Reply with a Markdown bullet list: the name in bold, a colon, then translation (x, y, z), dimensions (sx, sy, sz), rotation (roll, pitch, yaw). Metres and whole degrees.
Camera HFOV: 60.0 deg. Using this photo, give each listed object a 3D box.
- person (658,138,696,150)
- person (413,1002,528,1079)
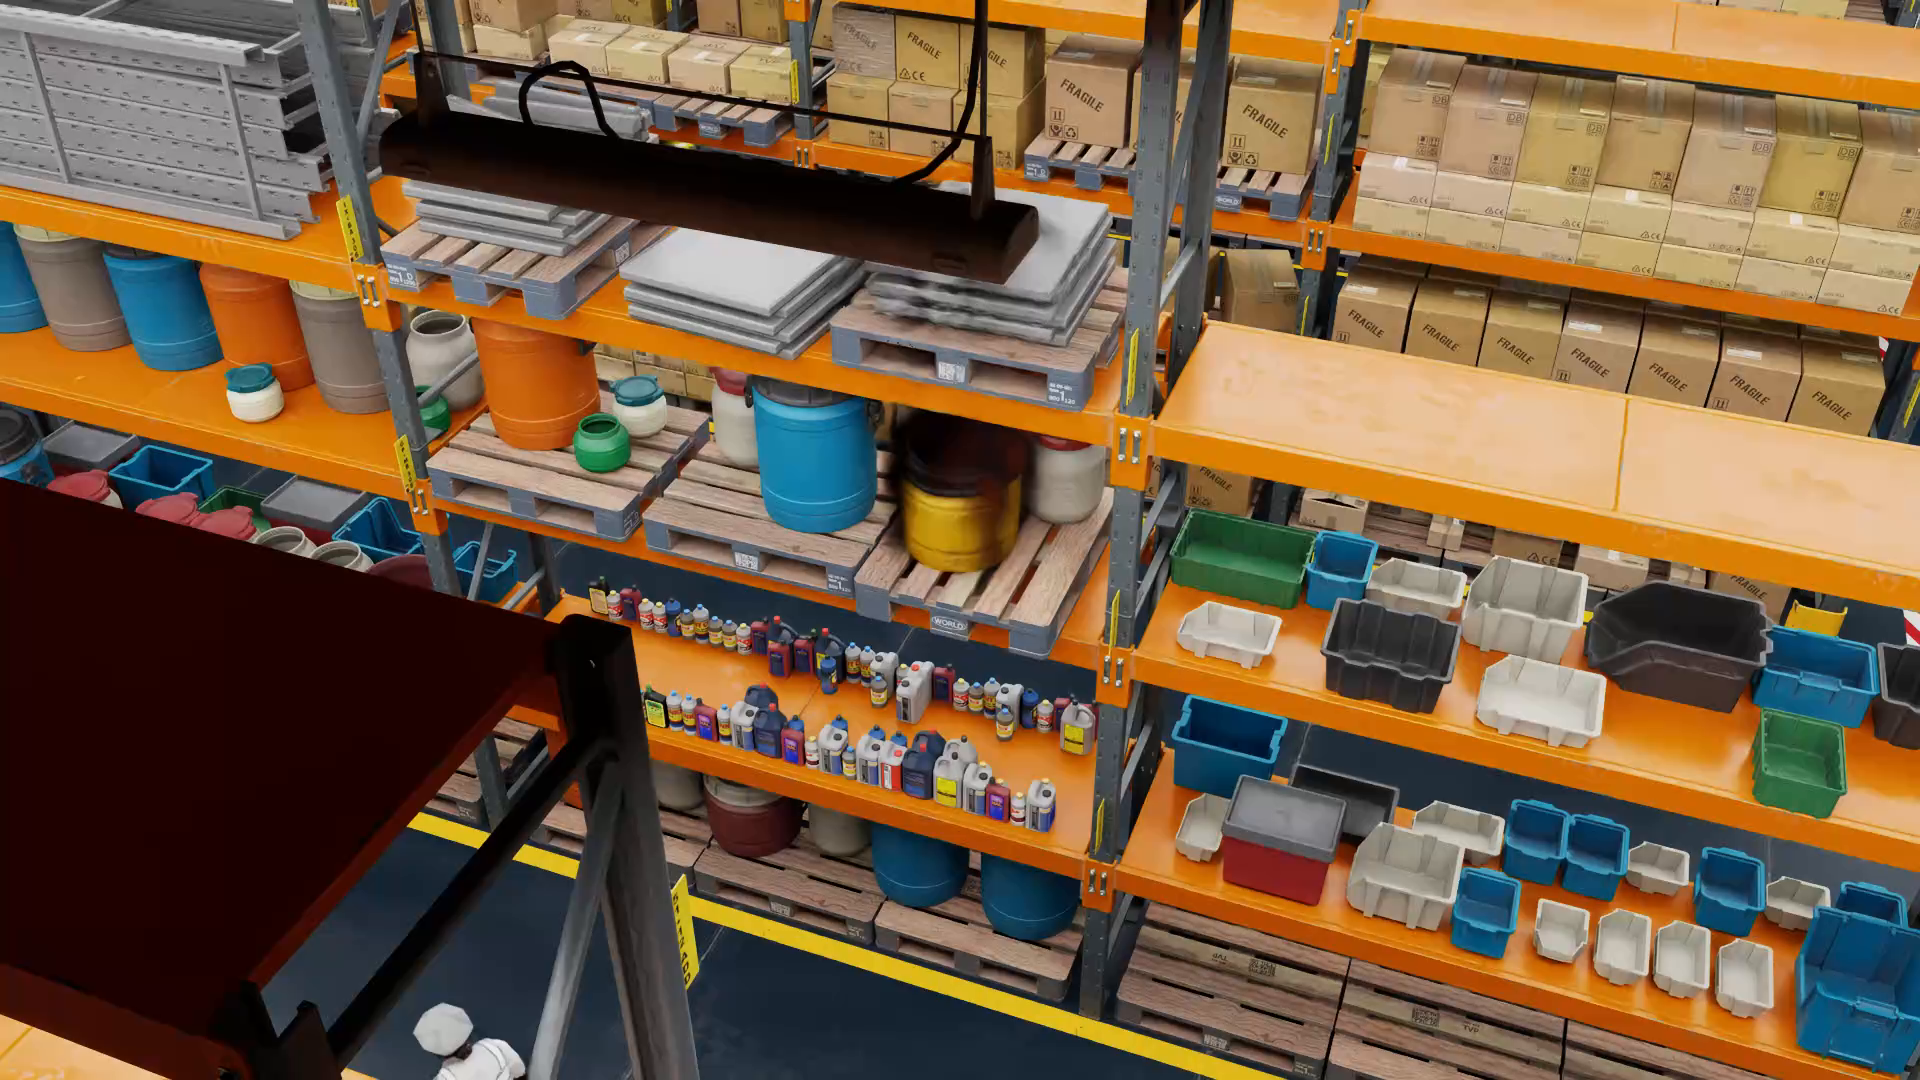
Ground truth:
- **person**: translation (-3.044, -4.159, 17.627), dimensions (0.806, 1.700, 0.709), rotation (-20, 41, -25)
- **person**: translation (-2.190, 3.011, 8.052), dimensions (0.956, 1.610, 0.620), rotation (23, 42, 28)
